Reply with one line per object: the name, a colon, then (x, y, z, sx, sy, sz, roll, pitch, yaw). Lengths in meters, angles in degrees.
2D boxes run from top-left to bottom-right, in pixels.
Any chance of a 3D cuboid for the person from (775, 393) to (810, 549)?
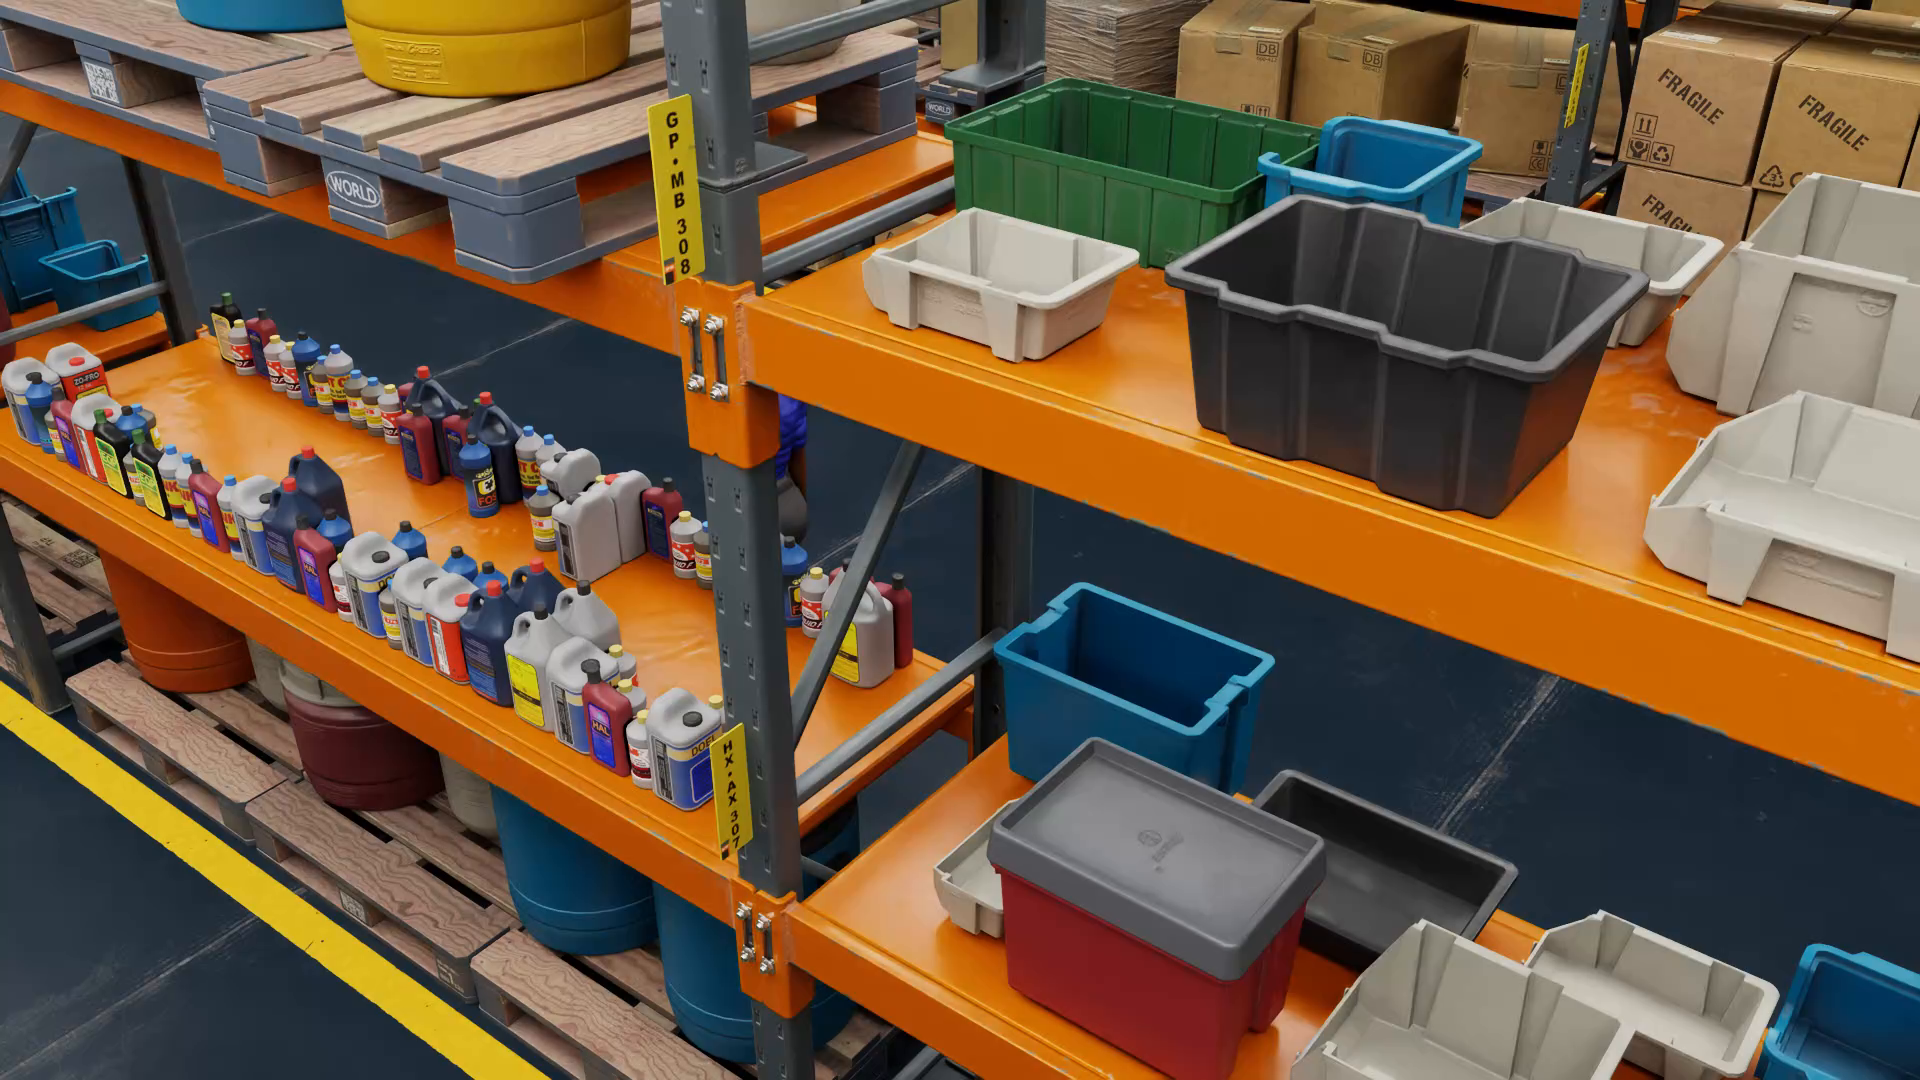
person: (-0.759, -0.057, 6.237, 0.338, 1.656, 0.426, 22, 37, 32)
